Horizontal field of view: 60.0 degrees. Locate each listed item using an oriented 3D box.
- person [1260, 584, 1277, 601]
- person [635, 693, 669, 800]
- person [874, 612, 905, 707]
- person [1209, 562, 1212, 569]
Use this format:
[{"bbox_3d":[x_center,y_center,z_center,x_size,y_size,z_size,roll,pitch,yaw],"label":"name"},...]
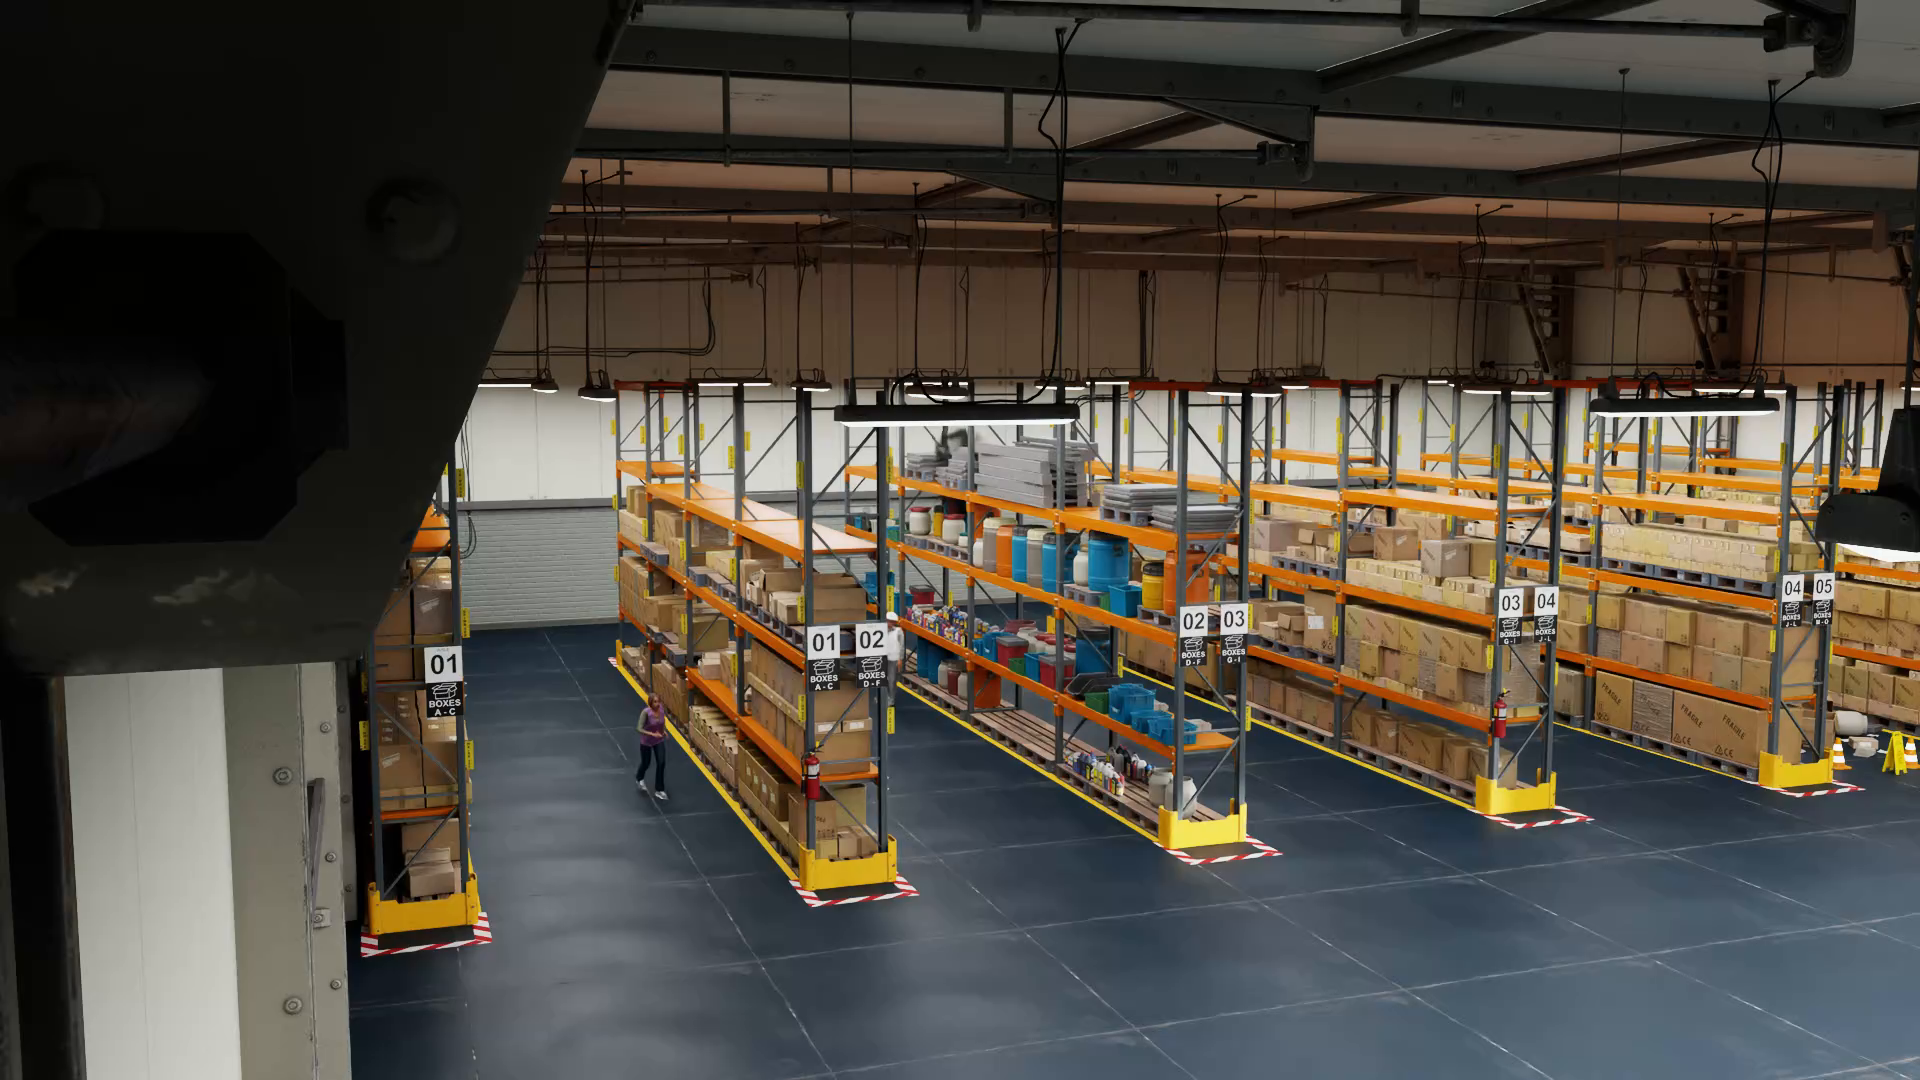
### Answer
[{"bbox_3d":[8.250,0.824,43.841,0.675,1.813,0.745,5,8,39],"label":"person"},{"bbox_3d":[-4.534,2.979,24.365,0.530,1.569,0.886,-4,7,-33],"label":"person"},{"bbox_3d":[-1.309,2.195,30.781,0.610,1.768,0.451,2,6,15],"label":"person"},{"bbox_3d":[5.994,1.076,41.852,0.676,1.730,1.016,1,6,8],"label":"person"}]
